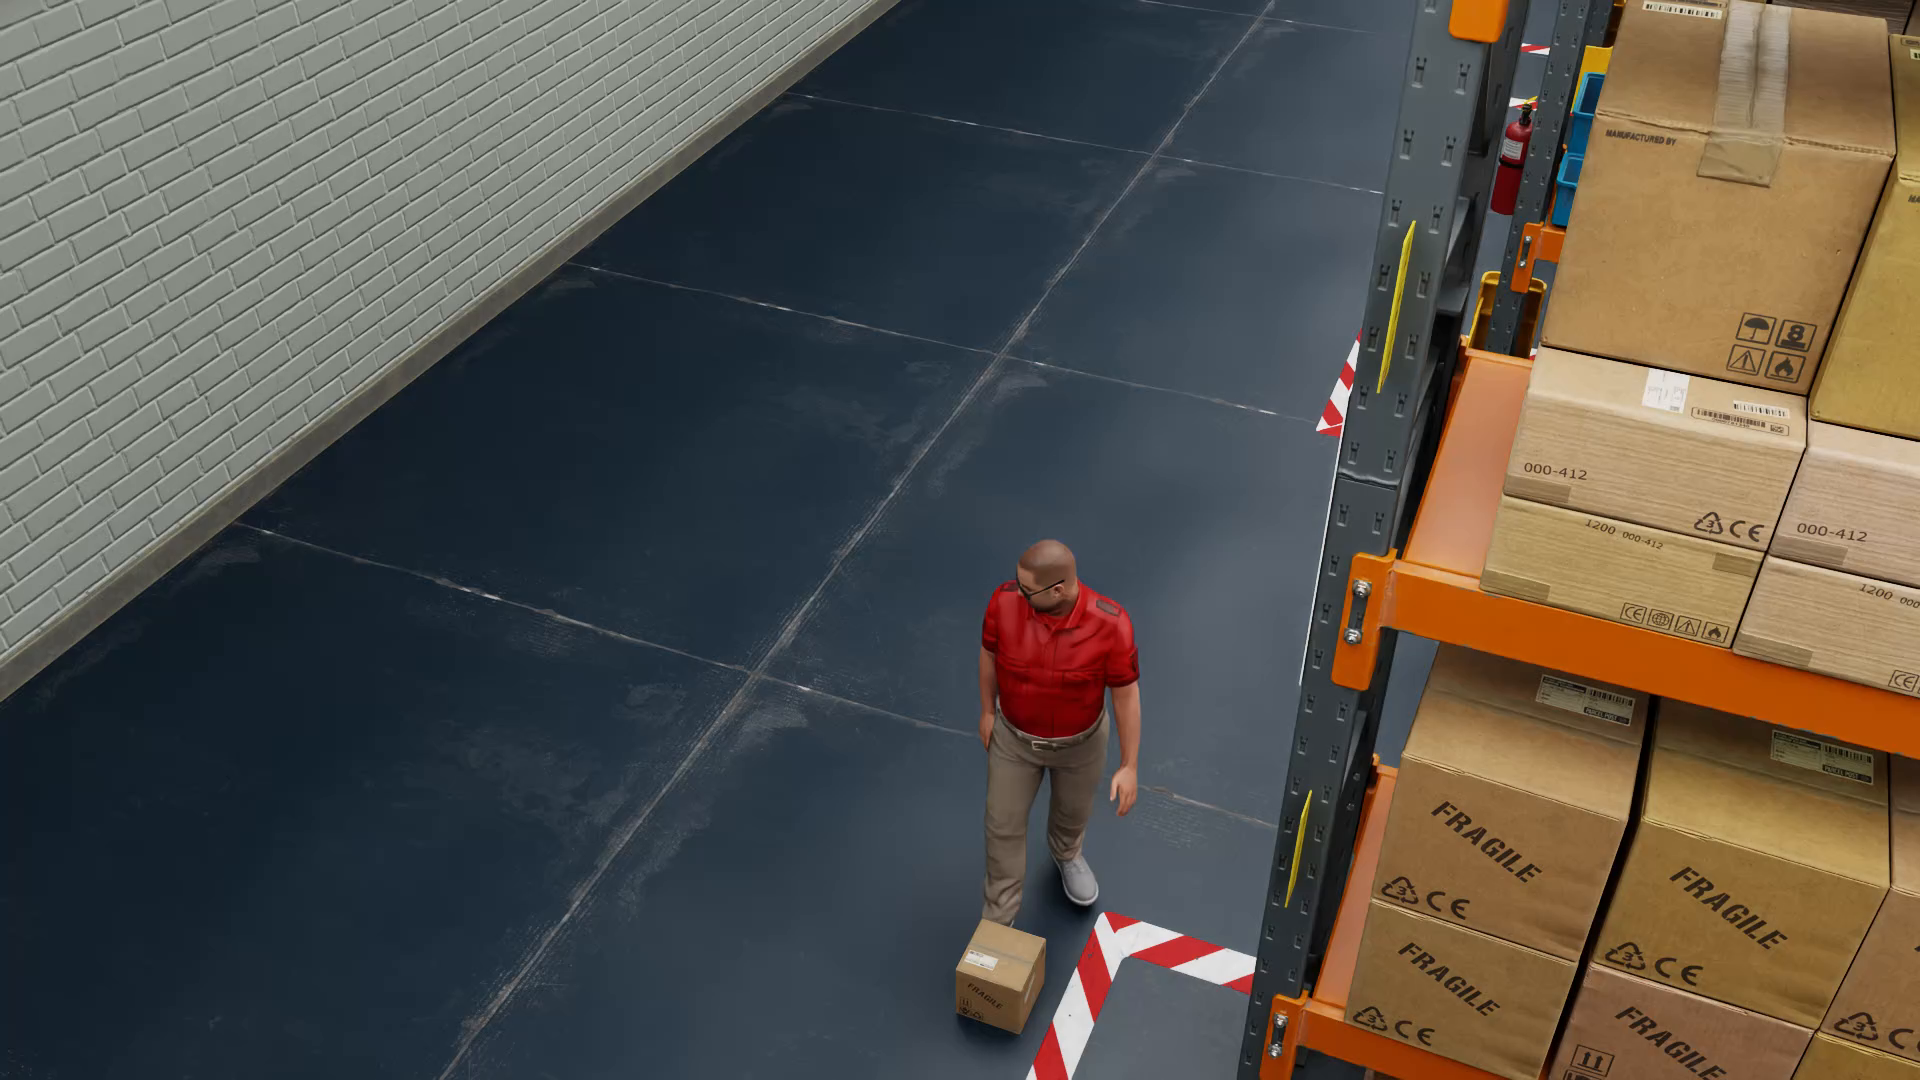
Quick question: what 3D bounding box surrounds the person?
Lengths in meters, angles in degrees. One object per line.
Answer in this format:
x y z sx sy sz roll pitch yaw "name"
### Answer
0.344 0.677 5.855 0.594 1.646 0.533 5 38 7 "person"
